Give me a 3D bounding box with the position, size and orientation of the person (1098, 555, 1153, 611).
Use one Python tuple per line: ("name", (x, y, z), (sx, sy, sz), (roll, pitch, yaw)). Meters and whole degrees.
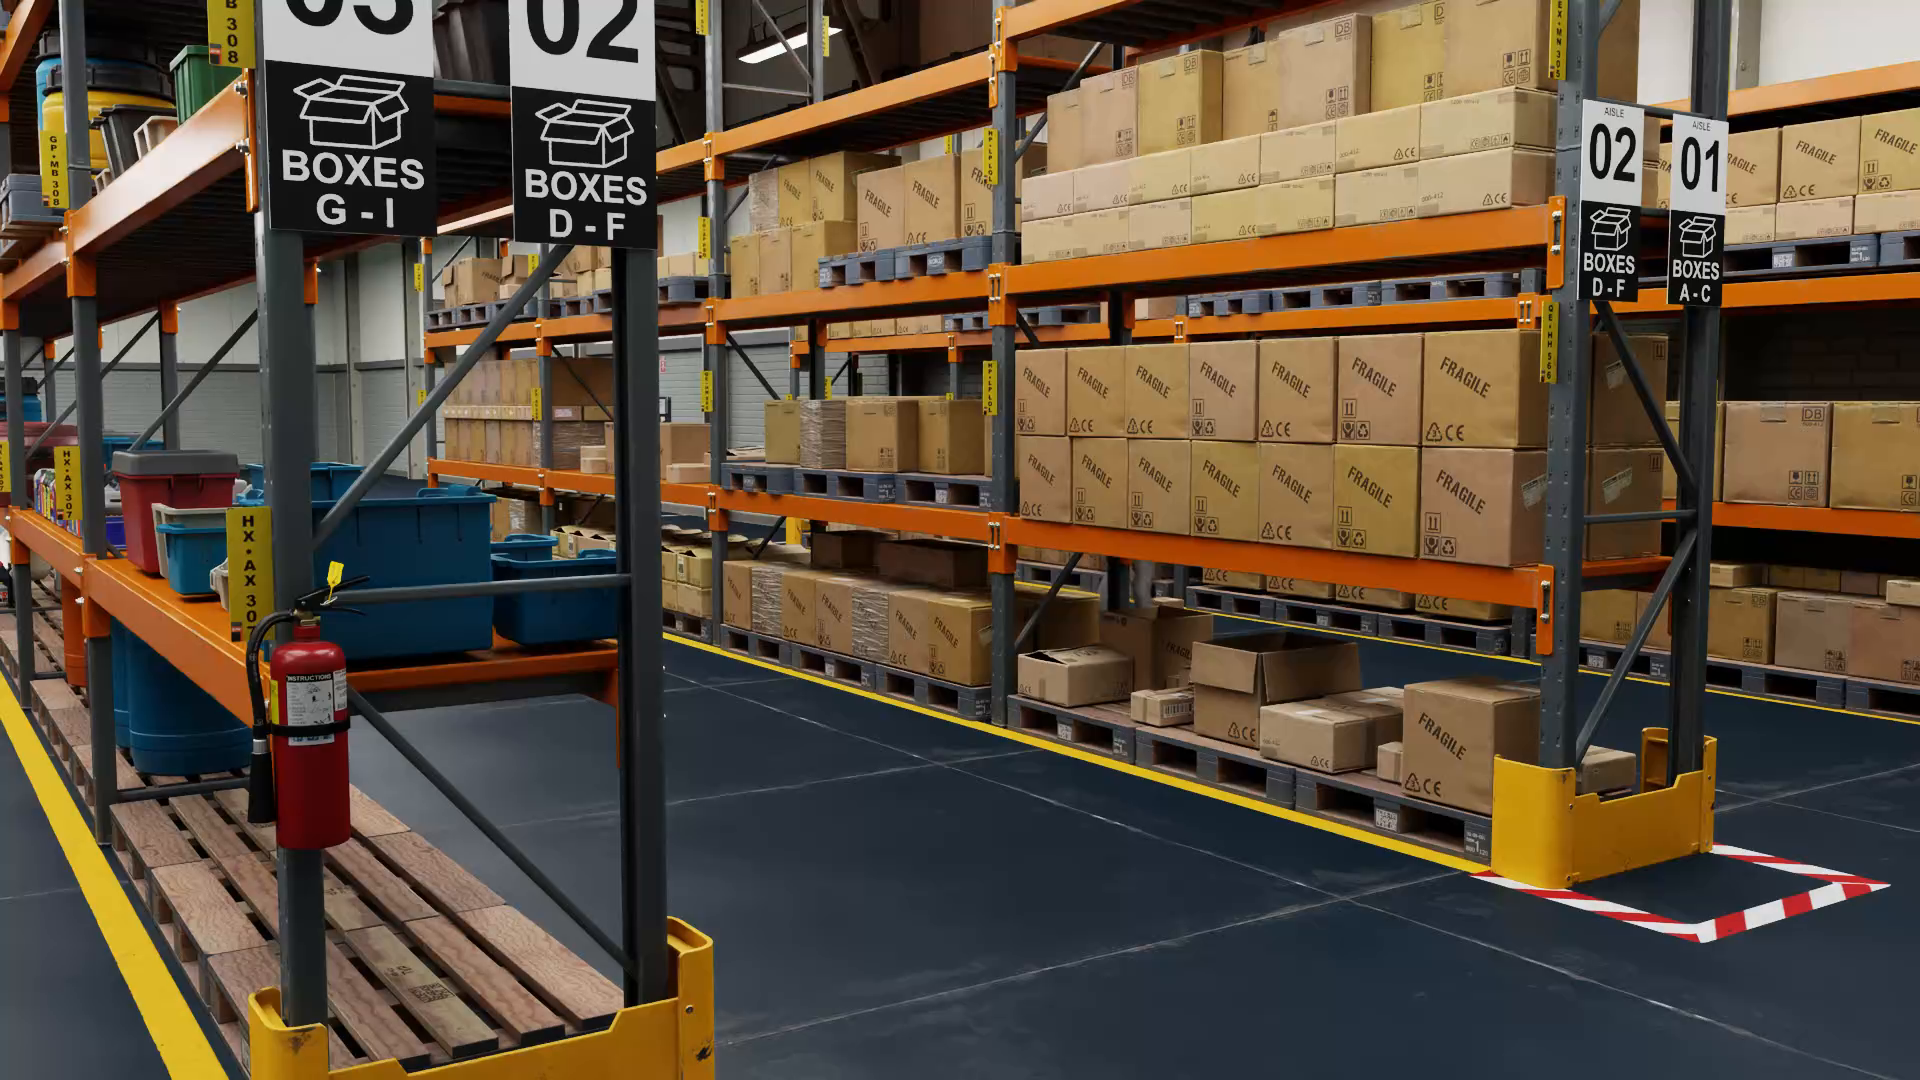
("person", (1.445, -0.013, 14.431), (0.580, 1.741, 0.495), (-2, 5, -21))
